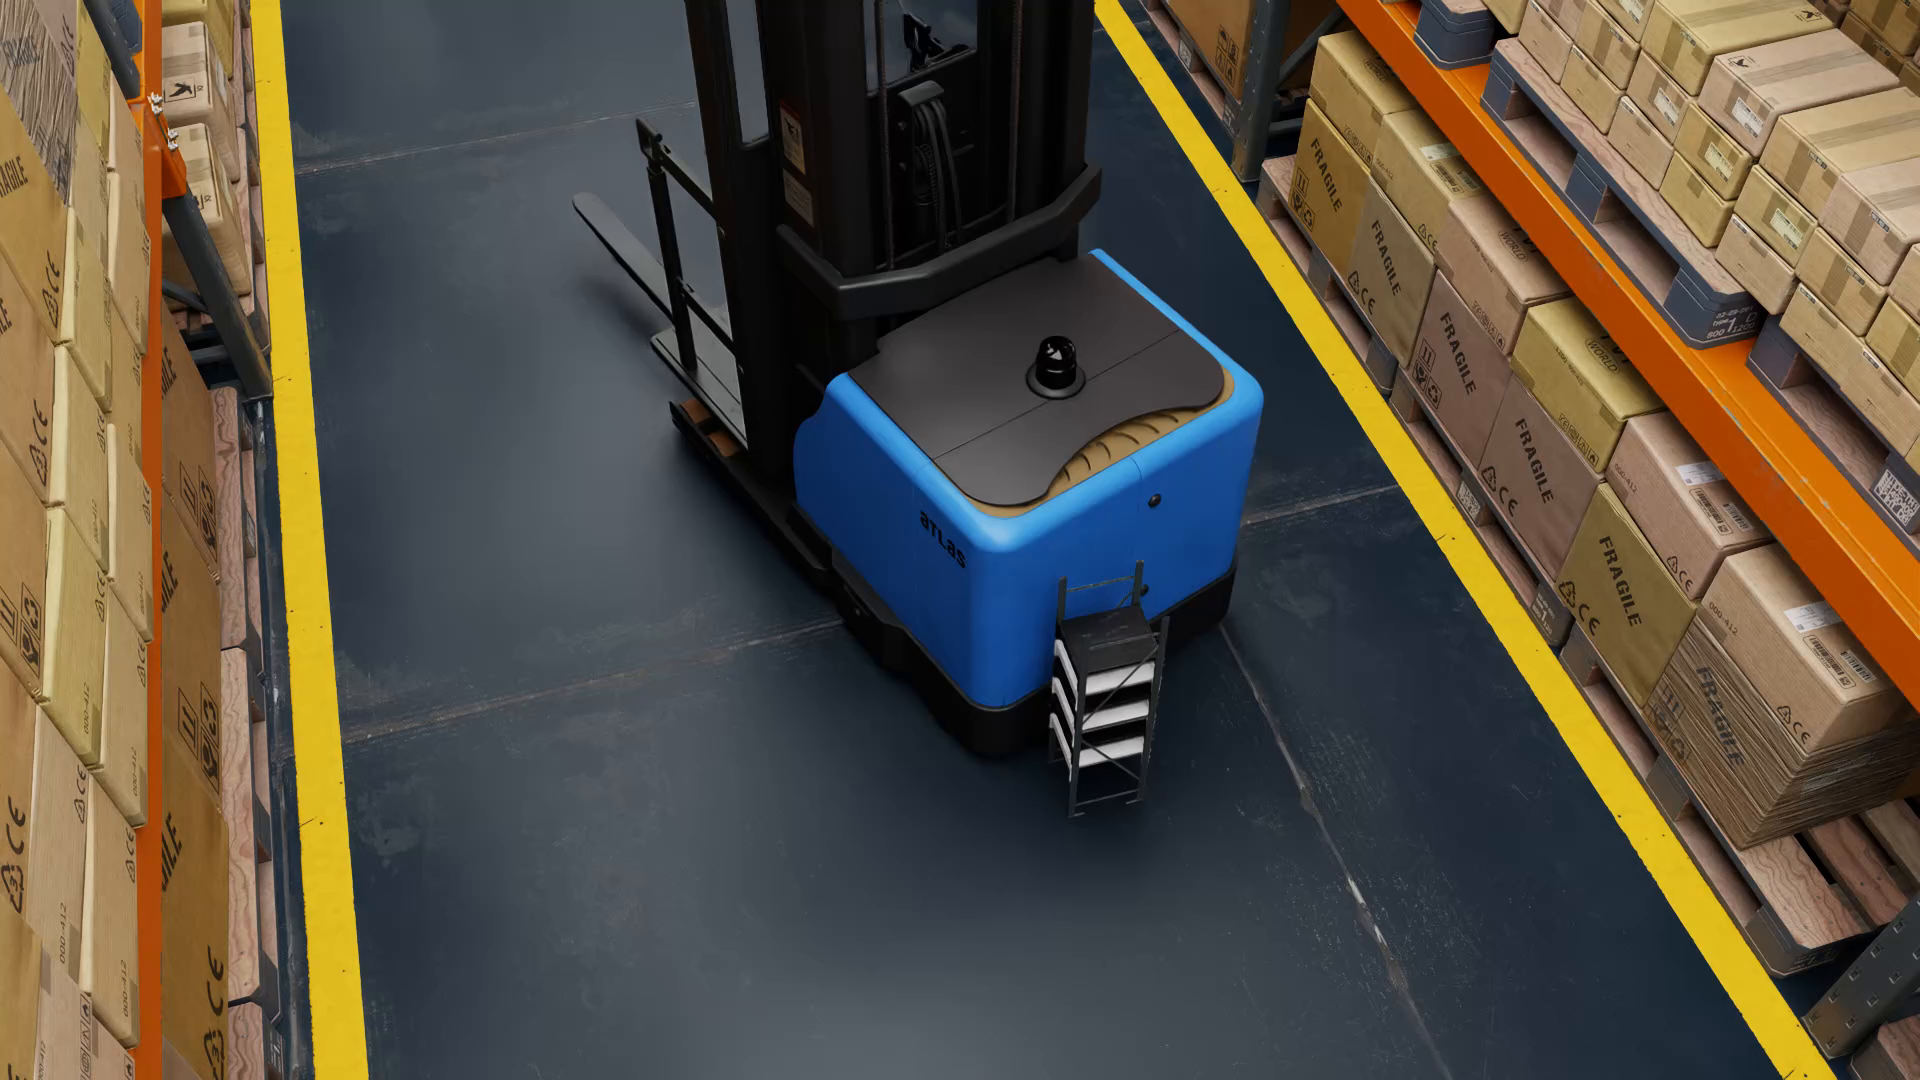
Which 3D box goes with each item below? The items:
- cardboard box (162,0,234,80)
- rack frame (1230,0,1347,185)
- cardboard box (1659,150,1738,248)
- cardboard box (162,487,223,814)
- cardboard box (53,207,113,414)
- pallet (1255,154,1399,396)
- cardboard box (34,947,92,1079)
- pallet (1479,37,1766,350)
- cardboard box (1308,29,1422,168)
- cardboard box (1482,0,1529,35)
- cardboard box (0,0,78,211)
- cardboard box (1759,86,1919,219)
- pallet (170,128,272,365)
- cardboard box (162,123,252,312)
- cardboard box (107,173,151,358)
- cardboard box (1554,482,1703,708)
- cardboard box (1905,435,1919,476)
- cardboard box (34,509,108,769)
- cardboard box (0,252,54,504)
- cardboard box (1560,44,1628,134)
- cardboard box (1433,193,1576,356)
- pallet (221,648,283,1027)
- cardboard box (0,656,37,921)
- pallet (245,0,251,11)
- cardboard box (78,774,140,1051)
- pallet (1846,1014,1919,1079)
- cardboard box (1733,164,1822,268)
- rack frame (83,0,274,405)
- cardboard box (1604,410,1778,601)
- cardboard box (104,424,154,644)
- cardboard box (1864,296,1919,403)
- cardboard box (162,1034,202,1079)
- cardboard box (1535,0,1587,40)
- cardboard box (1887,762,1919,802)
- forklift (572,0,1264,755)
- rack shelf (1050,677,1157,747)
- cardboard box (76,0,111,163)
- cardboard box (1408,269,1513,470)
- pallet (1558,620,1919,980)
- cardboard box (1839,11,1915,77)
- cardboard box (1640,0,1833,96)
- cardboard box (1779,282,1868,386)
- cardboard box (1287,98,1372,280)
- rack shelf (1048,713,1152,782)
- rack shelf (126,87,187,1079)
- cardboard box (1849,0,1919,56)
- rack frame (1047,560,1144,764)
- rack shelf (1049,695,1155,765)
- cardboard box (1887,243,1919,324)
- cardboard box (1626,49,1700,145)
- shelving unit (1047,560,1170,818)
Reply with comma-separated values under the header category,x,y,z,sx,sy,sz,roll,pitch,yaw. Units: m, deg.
category,x,y,z,sx,sy,sz,roll,pitch,yaw
cardboard box,-3.654,-2.223,7.107,0.950,0.372,0.625,-12,51,-10
rack frame,1.647,-2.621,5.998,1.000,3.000,0.127,-13,51,-11
cardboard box,2.135,-0.950,4.478,0.380,0.149,0.250,-11,51,-9
cardboard box,-2.667,0.297,4.652,0.875,0.875,0.875,-13,51,-11
cardboard box,-2.340,-0.501,3.982,0.500,0.250,0.500,-15,51,-12
pallet,1.877,-1.151,6.582,1.003,0.211,1.213,-13,51,-11
cardboard box,-1.729,0.996,2.720,0.500,0.250,0.500,-15,51,-12
pallet,2.272,-1.122,4.860,1.003,0.211,1.213,-13,51,-11
cardboard box,1.620,-1.634,6.035,0.500,0.250,0.500,-15,52,-13
cardboard box,1.827,-1.713,5.122,0.380,0.149,0.250,-11,51,-9
cardboard box,-2.489,-1.091,3.988,0.500,0.500,0.500,-13,51,-10
cardboard box,2.223,-0.952,4.091,0.380,0.149,0.250,-15,51,-12
pallet,-3.281,-1.100,6.539,1.003,0.211,1.213,-13,51,-11
cardboard box,-3.209,-1.131,6.186,0.950,0.372,0.625,-16,52,-13
cardboard box,-2.488,-0.699,4.476,0.500,0.250,0.500,-12,51,-10
cardboard box,2.219,0.113,5.053,0.500,0.500,0.500,-14,51,-12
cardboard box,2.446,-0.189,3.837,0.380,0.149,0.250,-13,51,-11
cardboard box,-2.034,0.247,3.351,0.500,0.250,0.500,-13,51,-11
cardboard box,-2.206,-0.356,3.368,0.500,0.500,0.500,-14,51,-12
cardboard box,1.981,-1.335,4.803,0.380,0.149,0.250,-13,51,-10
cardboard box,1.904,-0.899,5.416,0.500,0.250,0.500,-13,51,-11
pallet,-2.533,0.953,4.808,1.003,0.211,1.213,-13,51,-11
cardboard box,-1.901,0.387,2.742,0.500,0.500,0.500,-14,51,-11
pallet,-4.003,-2.882,8.042,1.003,0.211,1.213,-13,51,-11
cardboard box,-1.901,0.783,3.226,0.500,0.250,0.500,-14,51,-12
pallet,3.063,1.682,4.194,1.003,0.211,1.213,-13,51,-11
cardboard box,2.213,-0.859,4.207,0.380,0.149,0.250,-16,52,-13
rack frame,-3.052,-1.428,4.992,1.000,3.000,0.127,-13,51,-11
cardboard box,2.229,-0.136,4.773,0.500,0.250,0.500,-11,51,-9
cardboard box,-2.176,0.038,3.854,0.500,0.250,0.500,-14,51,-12
cardboard box,2.374,-0.470,3.879,0.380,0.149,0.250,-11,51,-9
cardboard box,-2.128,1.608,3.547,0.875,0.875,0.875,-12,51,-10
cardboard box,1.910,-1.615,4.844,0.380,0.149,0.250,-13,51,-11
cardboard box,2.865,0.371,4.835,0.500,0.500,0.500,-12,51,-10
forklift,-0.385,-1.378,4.994,1.130,2.935,3.031,-29,56,-22
rack shelf,0.413,0.470,4.807,0.258,0.077,0.200,-12,50,-10
cardboard box,-2.666,-1.244,4.608,0.500,0.250,0.500,-13,51,-11
cardboard box,1.921,-0.636,5.684,0.500,0.500,0.500,-14,51,-12
pallet,2.598,0.631,5.080,1.003,0.211,1.213,-13,51,-11
cardboard box,2.688,-1.383,4.649,0.380,0.149,0.250,-14,51,-12
cardboard box,2.059,-1.343,4.421,0.380,0.149,0.250,-14,51,-11
cardboard box,2.301,-0.554,4.145,0.380,0.149,0.250,-16,52,-13
cardboard box,1.613,-1.376,6.309,0.500,0.500,0.500,-15,52,-13
rack shelf,0.414,0.588,4.943,0.258,0.077,0.200,-12,50,-10
rack shelf,-2.460,0.265,4.035,1.077,0.370,4.000,-13,51,-11
cardboard box,2.687,-1.477,4.534,0.380,0.149,0.250,-12,51,-10
rack frame,0.386,0.374,4.846,0.240,0.900,0.006,-12,50,-10
rack shelf,0.414,0.529,4.875,0.258,0.077,0.200,-12,50,-10
cardboard box,2.370,-0.580,3.777,0.380,0.149,0.250,-15,51,-12
cardboard box,2.064,-1.236,4.525,0.380,0.149,0.250,-12,51,-10
shelving unit,0.413,0.448,4.782,0.258,0.900,0.210,-12,50,-10
